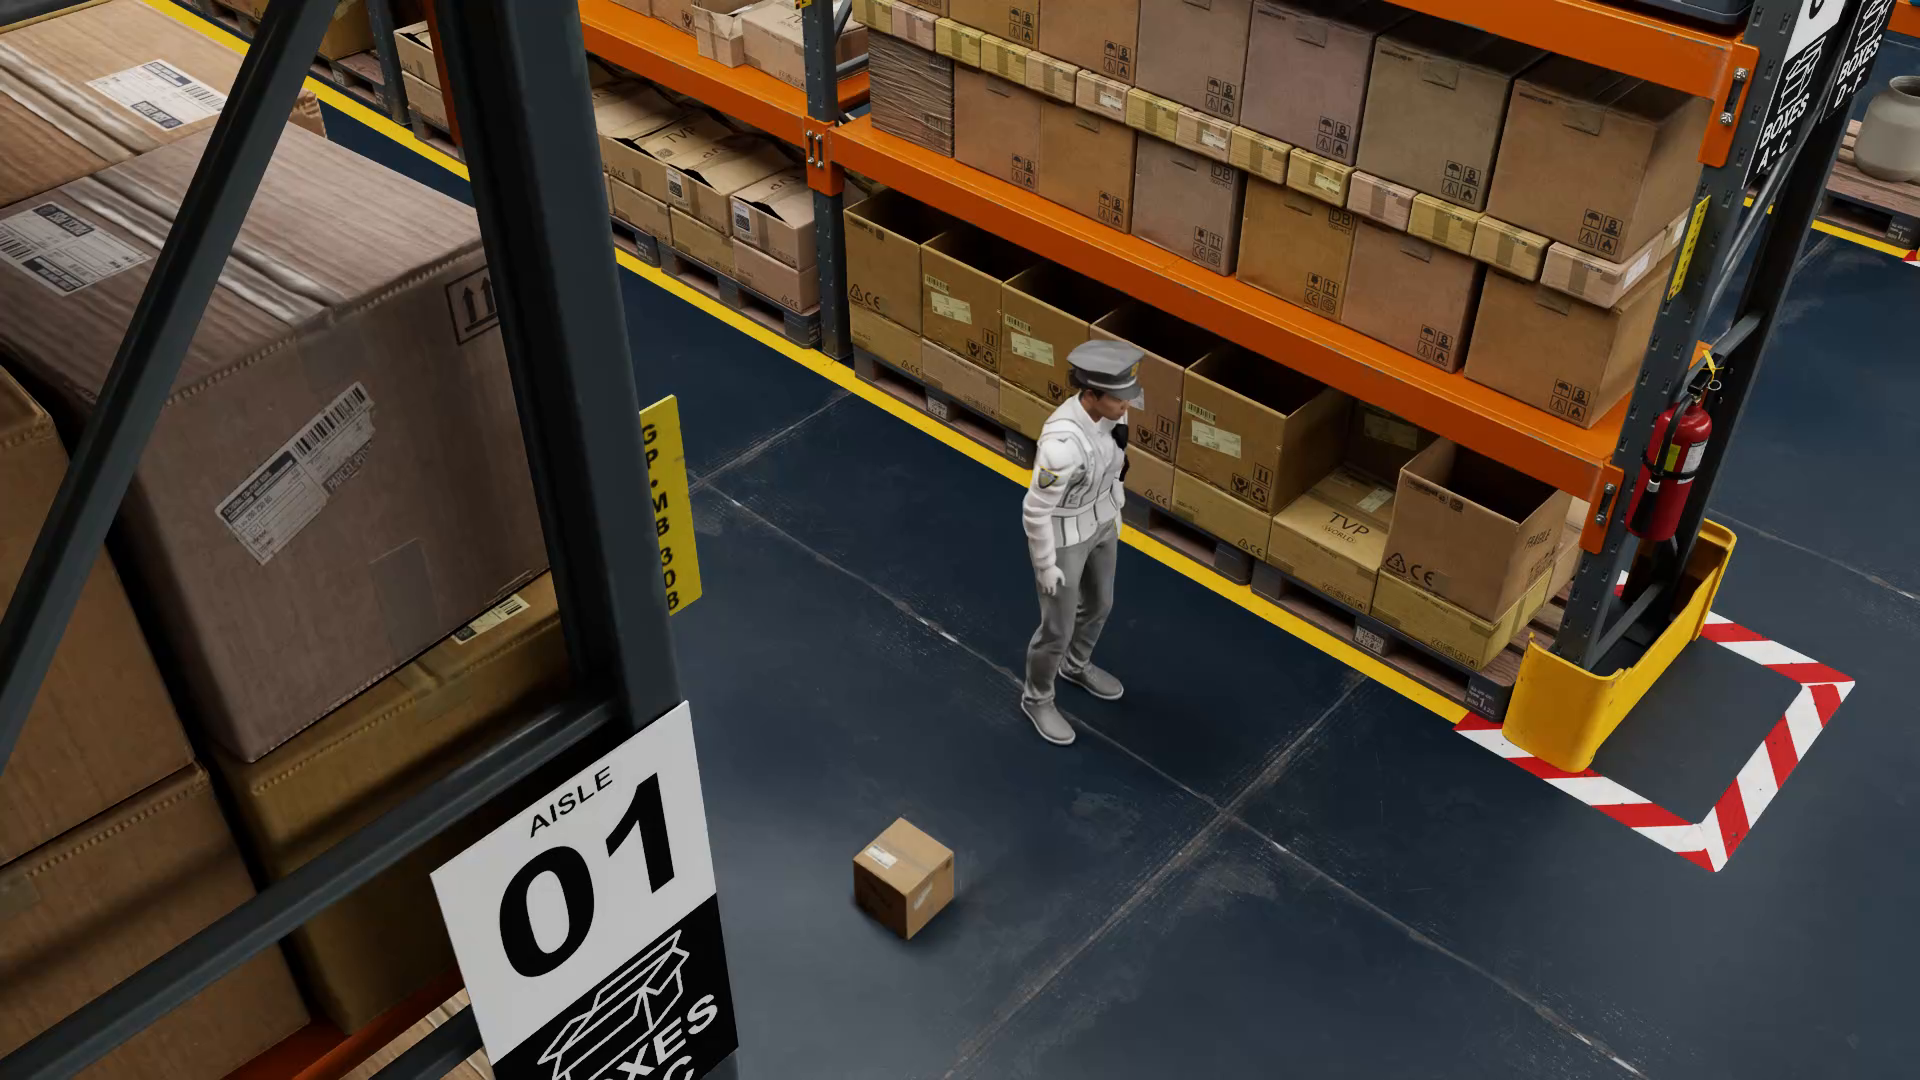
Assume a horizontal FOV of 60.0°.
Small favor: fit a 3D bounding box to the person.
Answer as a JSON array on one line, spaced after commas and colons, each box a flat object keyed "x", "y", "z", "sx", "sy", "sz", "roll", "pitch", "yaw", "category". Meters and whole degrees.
[{"x": 0.441, "y": -0.014, "z": 6.171, "sx": 0.376, "sy": 1.661, "sz": 0.531, "roll": 28, "pitch": 47, "yaw": 29, "category": "person"}]
